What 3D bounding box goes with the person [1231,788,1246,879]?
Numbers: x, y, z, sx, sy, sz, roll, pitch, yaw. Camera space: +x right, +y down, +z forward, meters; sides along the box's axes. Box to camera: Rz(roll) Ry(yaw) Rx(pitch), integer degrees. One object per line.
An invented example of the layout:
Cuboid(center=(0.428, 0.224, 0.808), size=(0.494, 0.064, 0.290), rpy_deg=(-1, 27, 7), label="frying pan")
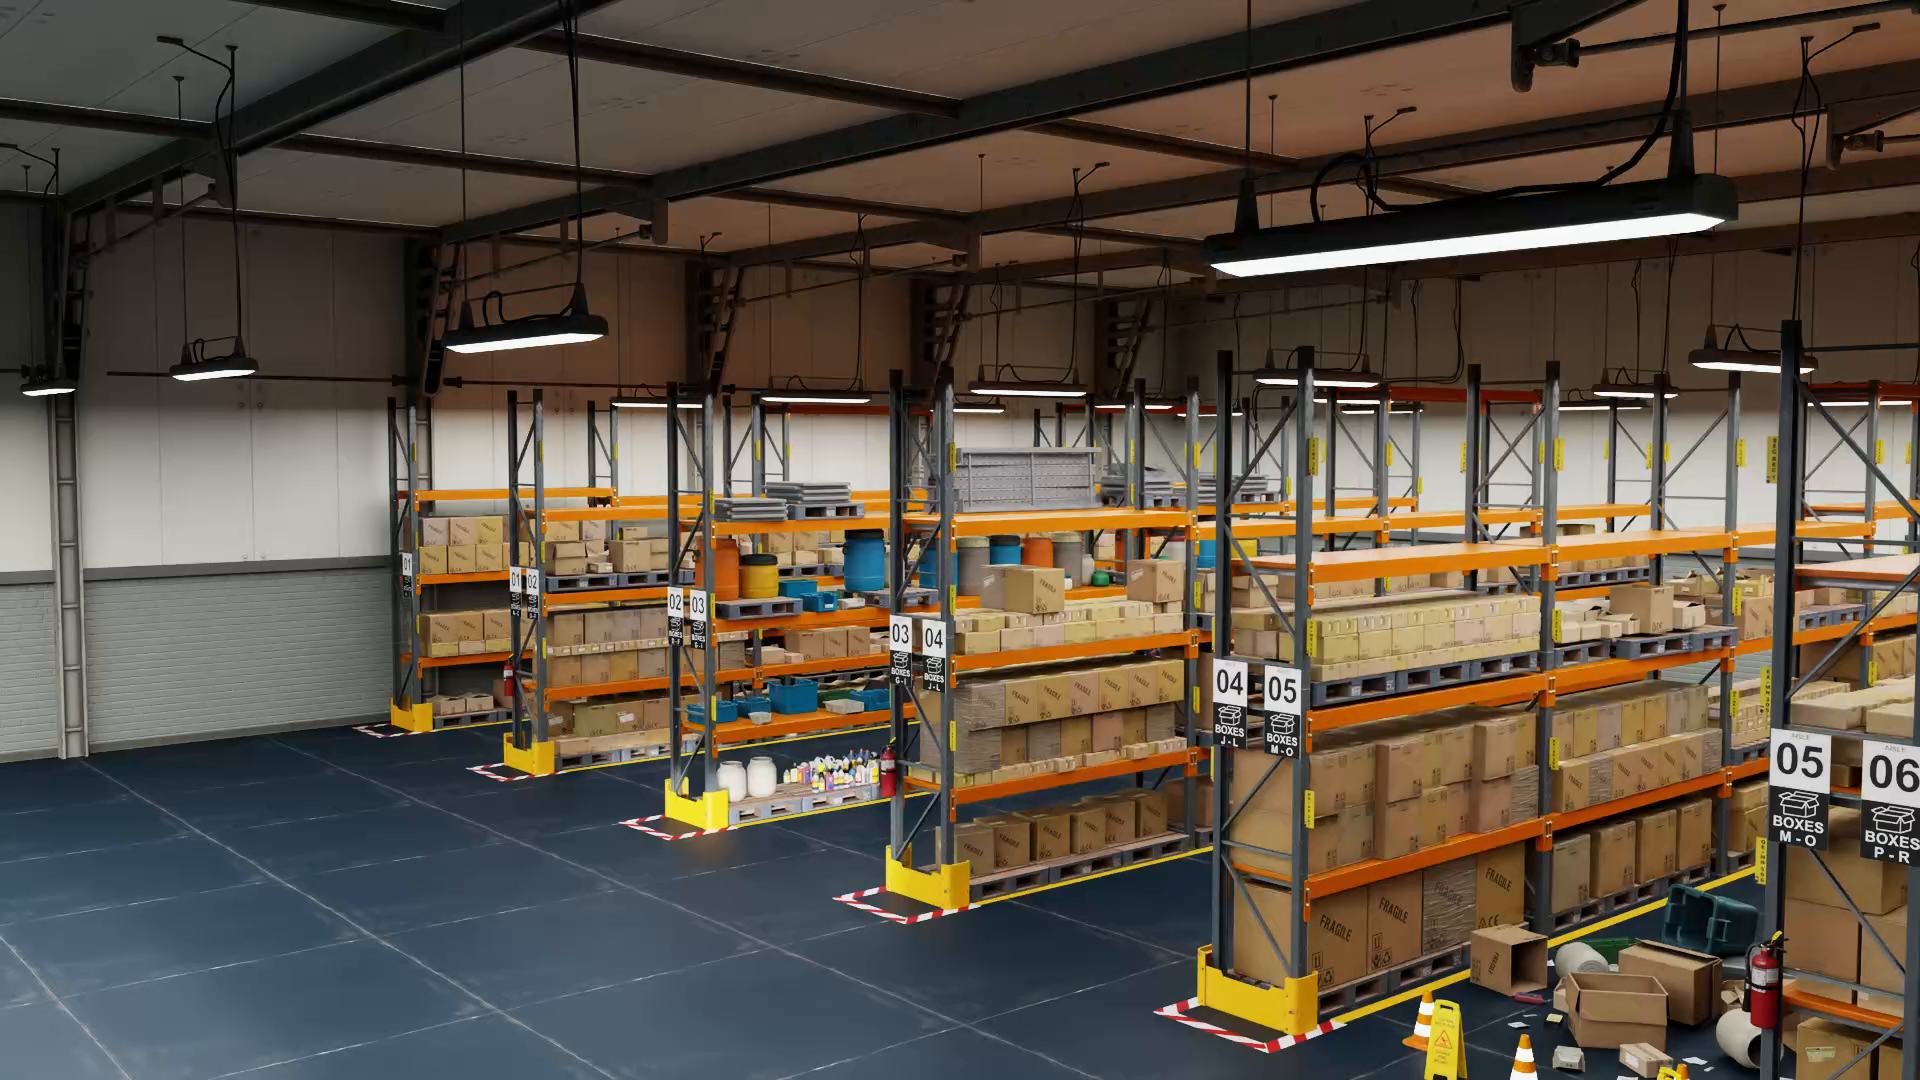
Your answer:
Cuboid(center=(3.284, 3.291, 18.702), size=(0.512, 1.574, 0.719), rpy_deg=(2, 4, 35), label="person")
